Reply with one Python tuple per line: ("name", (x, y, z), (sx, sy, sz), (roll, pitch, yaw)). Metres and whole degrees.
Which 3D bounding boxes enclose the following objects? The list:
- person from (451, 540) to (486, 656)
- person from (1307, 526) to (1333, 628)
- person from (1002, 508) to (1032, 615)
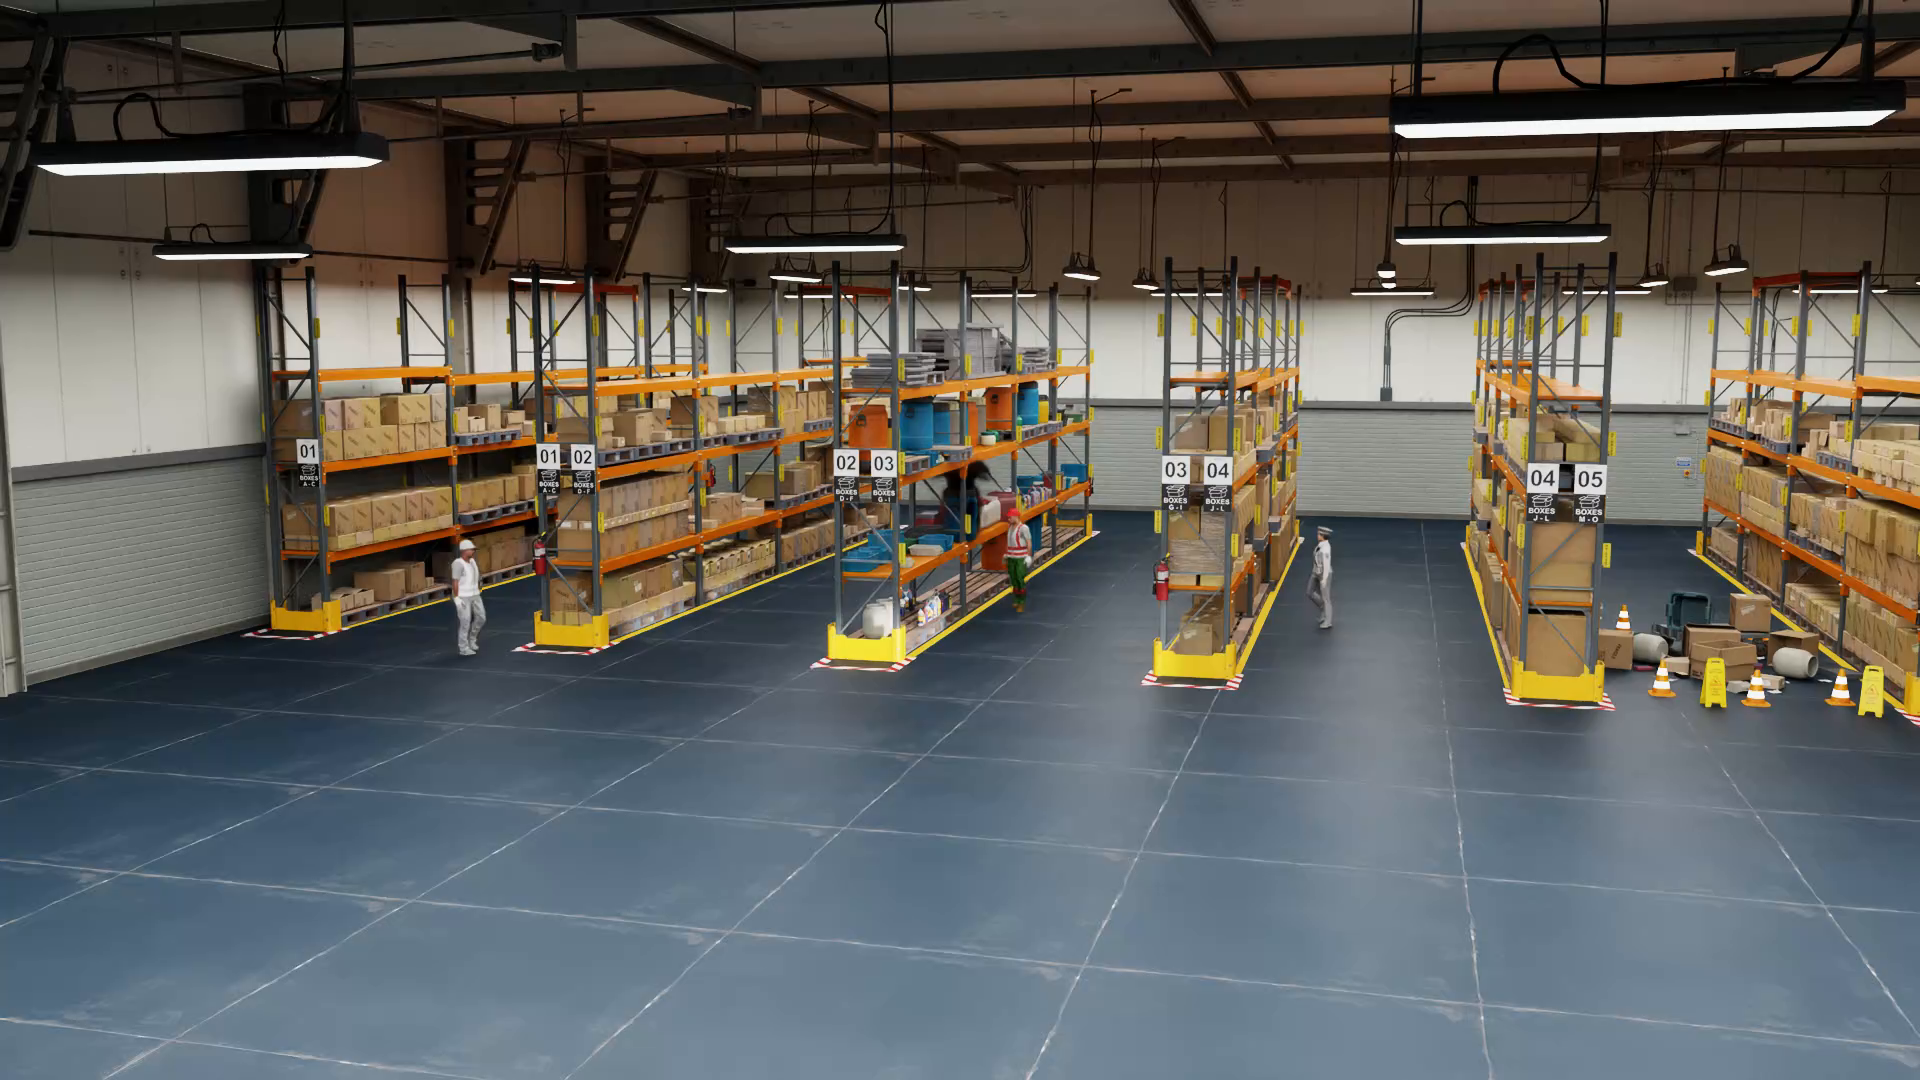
("person", (-7.641, 0.878, 25.663), (0.483, 1.783, 0.649), (3, 8, 26))
("person", (6.135, 0.607, 28.076), (0.444, 1.678, 0.602), (-2, 7, -13))
("person", (1.013, 0.366, 29.438), (0.580, 1.854, 0.464), (5, 9, 32))
